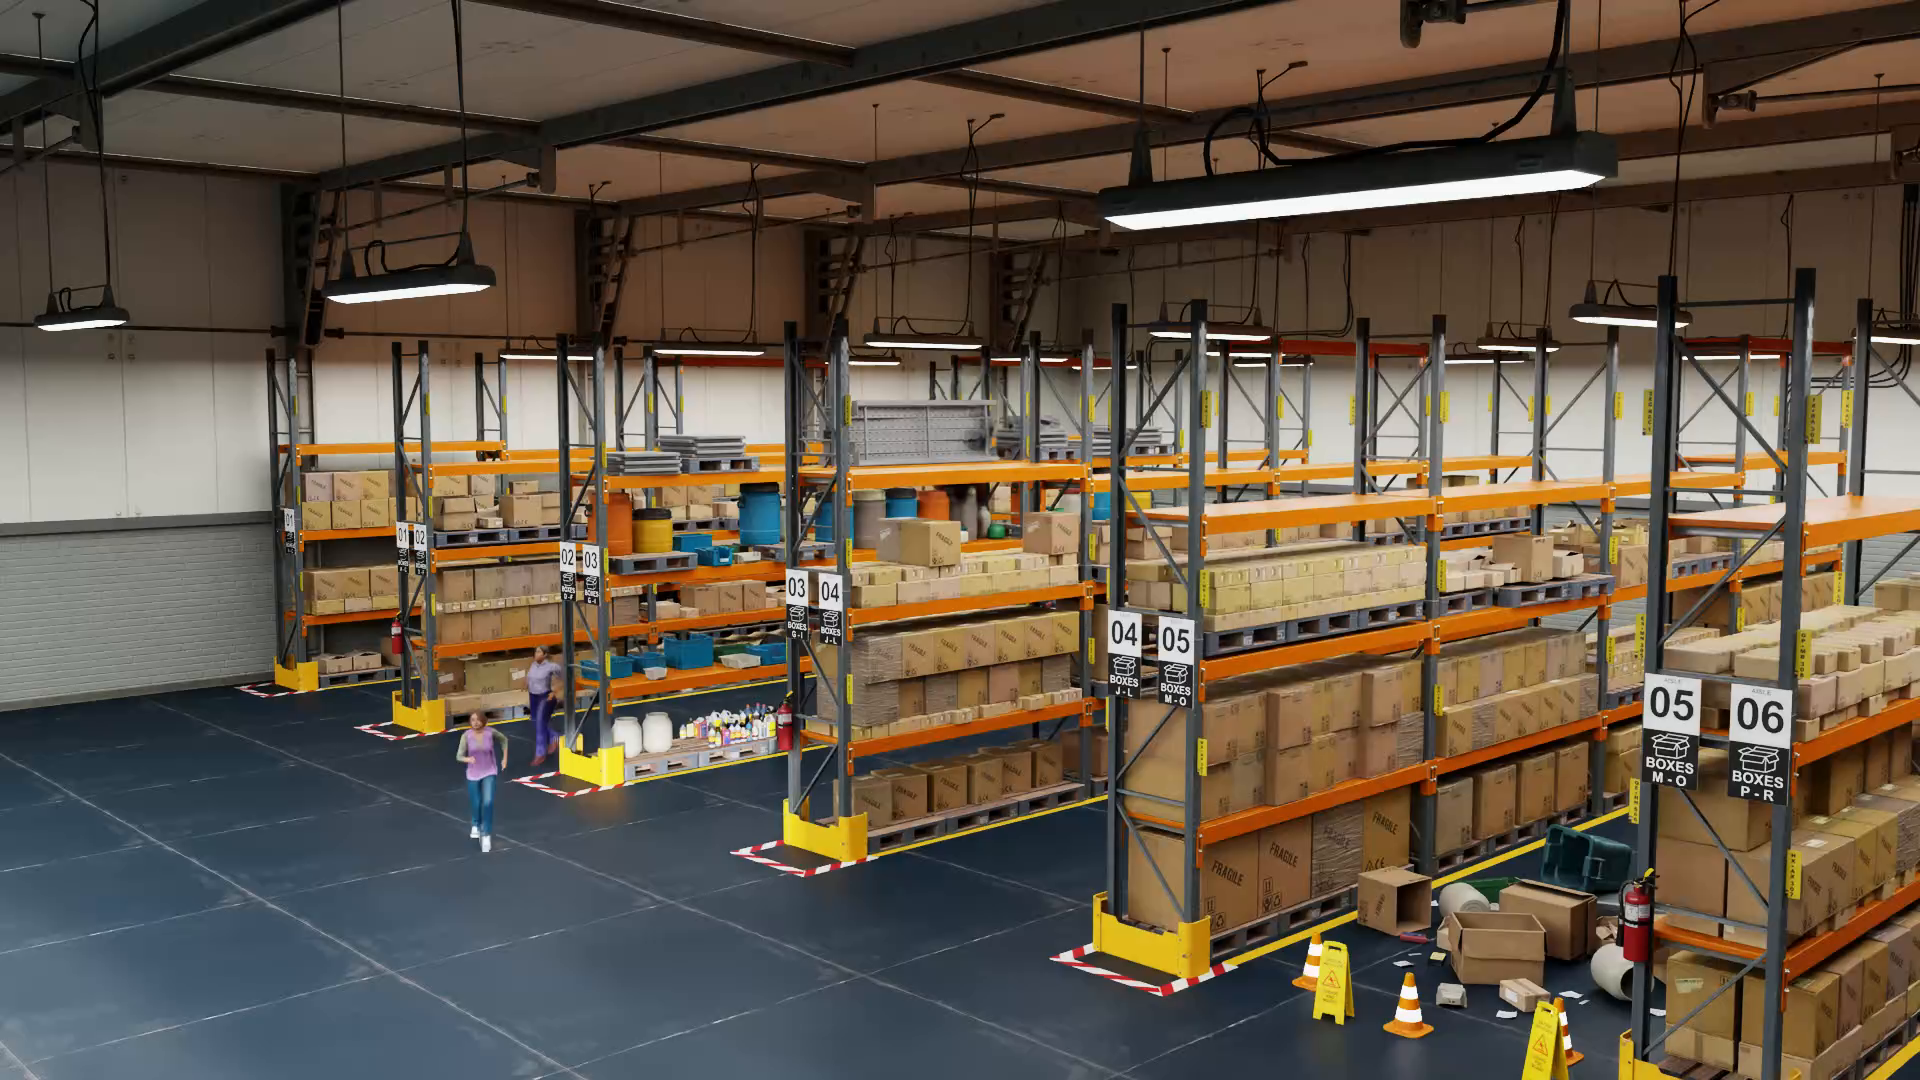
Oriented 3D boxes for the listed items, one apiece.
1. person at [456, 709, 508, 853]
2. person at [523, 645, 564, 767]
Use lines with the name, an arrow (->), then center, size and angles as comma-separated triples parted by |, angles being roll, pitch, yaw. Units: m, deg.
person -> -5.455, 2.725, 19.008 | 0.546, 1.619, 0.830 | -1, 5, -10
person -> -5.905, 2.319, 23.560 | 0.612, 1.683, 0.783 | 3, 6, 33
